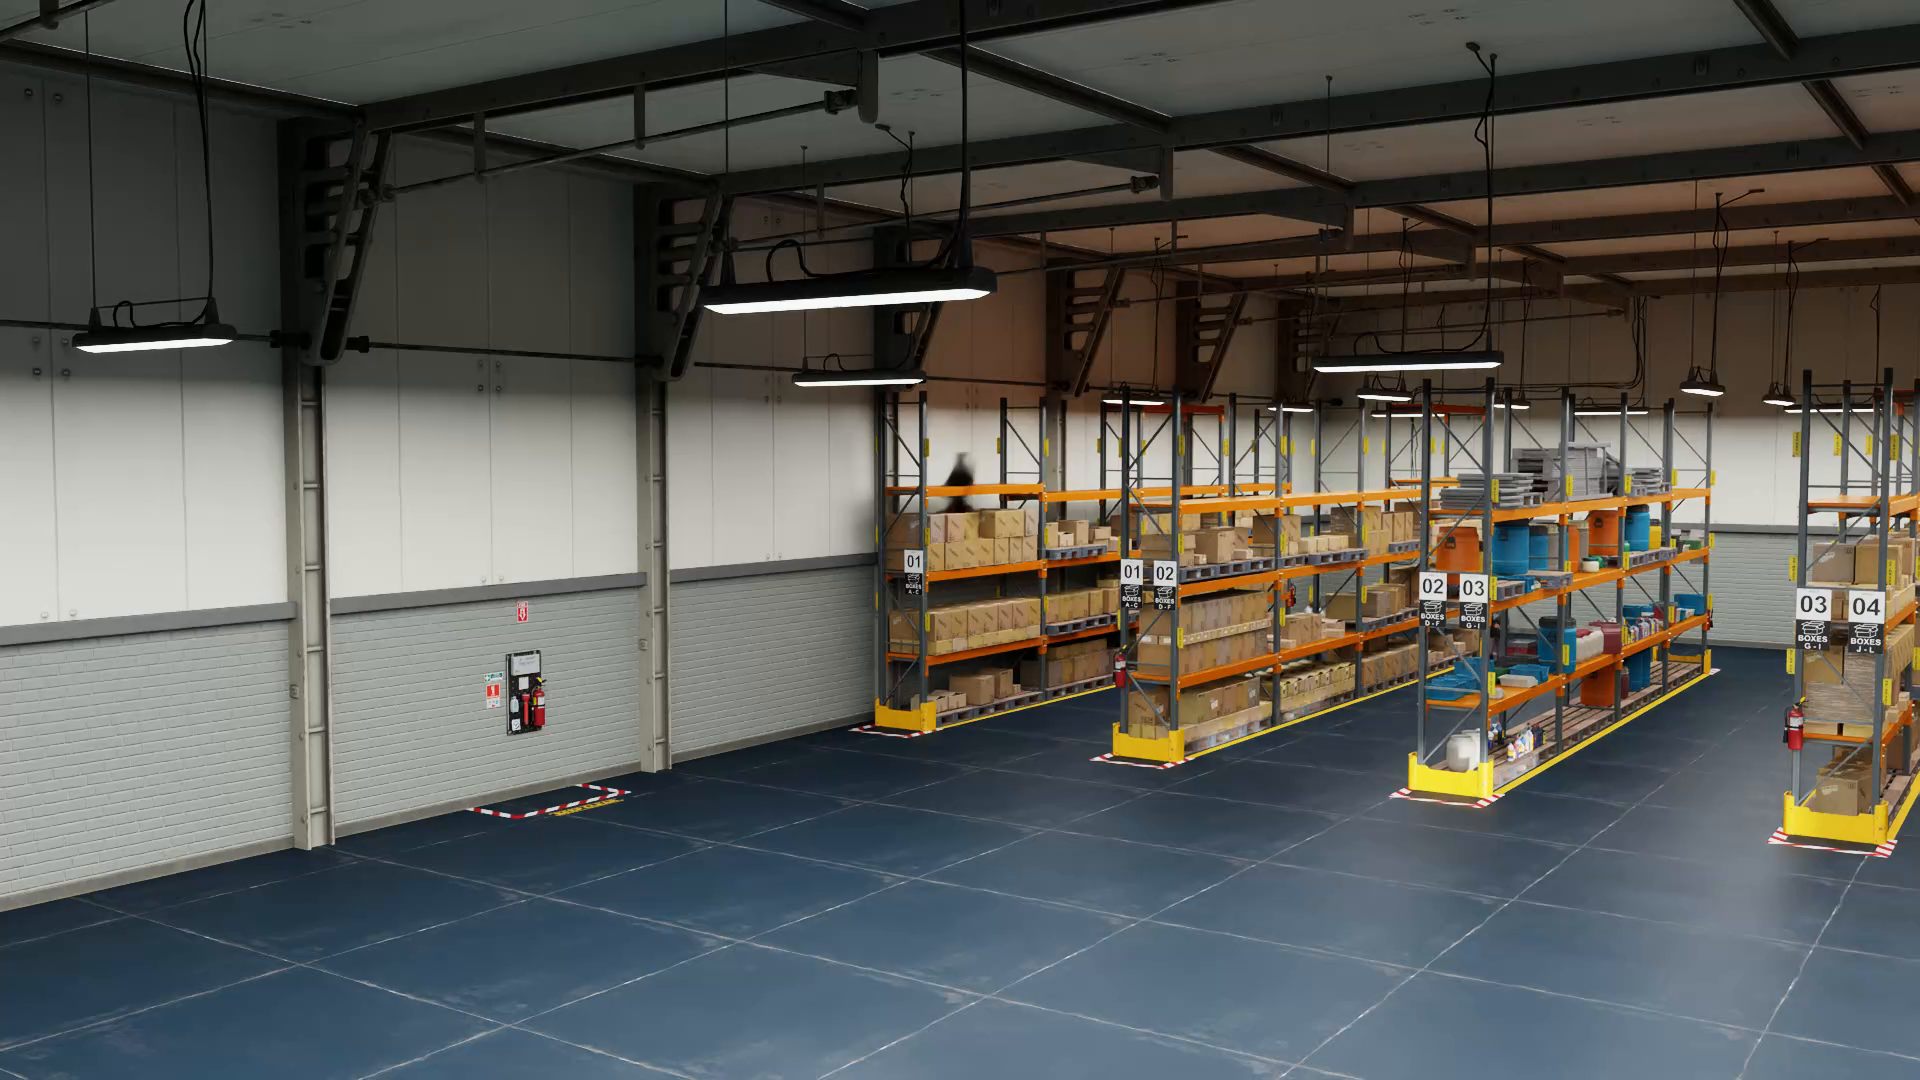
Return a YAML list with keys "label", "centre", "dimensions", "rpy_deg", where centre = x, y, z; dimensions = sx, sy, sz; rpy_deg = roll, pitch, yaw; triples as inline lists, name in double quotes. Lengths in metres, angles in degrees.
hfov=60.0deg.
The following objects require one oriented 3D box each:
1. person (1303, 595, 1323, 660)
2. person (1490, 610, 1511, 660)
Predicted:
- label: "person"
  centre: [7.907, 2.081, 37.295]
  dimensions: [0.566, 1.737, 0.749]
  rpy_deg: [2, 4, 36]
- label: "person"
  centre: [11.634, 2.144, 36.109]
  dimensions: [0.624, 1.749, 0.726]
  rpy_deg: [1, 4, 25]
